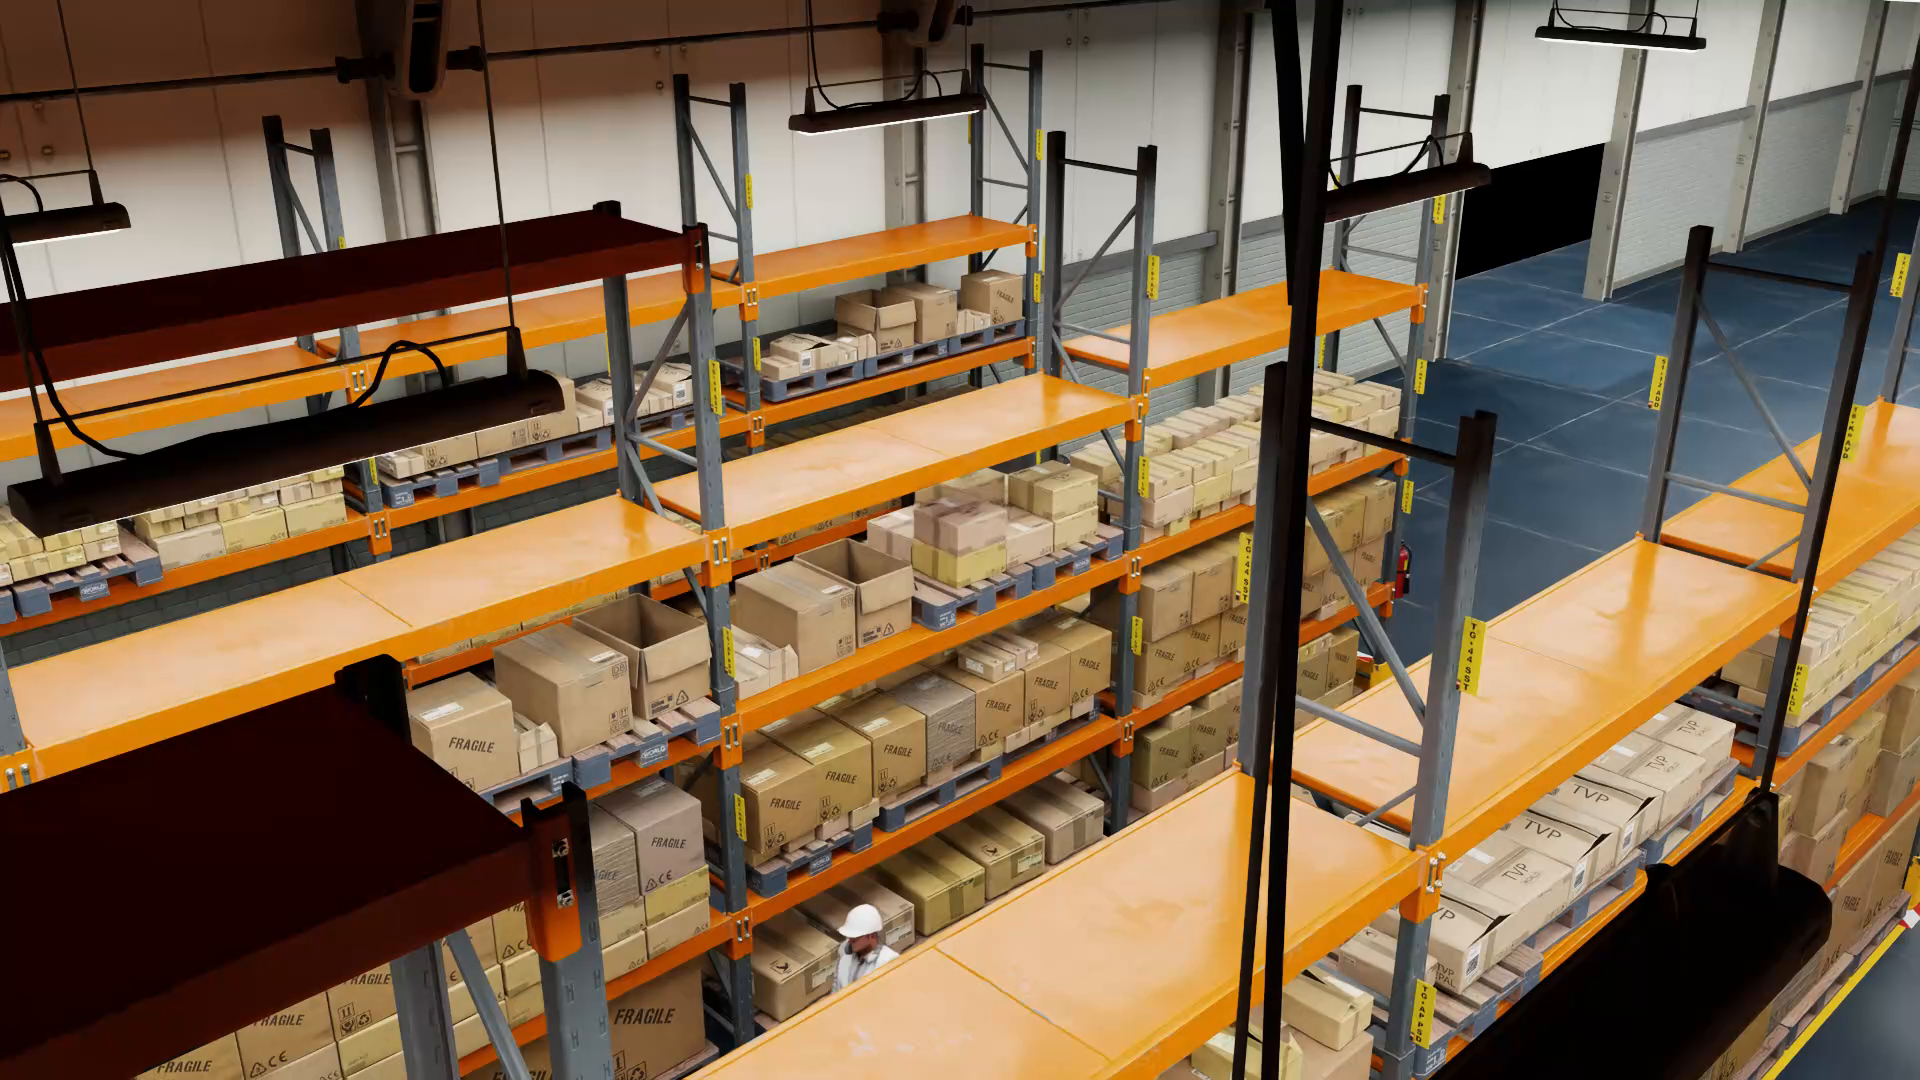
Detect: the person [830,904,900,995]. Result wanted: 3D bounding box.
[{"bbox_3d":[-0.621,3.168,10.841,0.557,1.768,0.470,19,29,38],"label":"person"}]
